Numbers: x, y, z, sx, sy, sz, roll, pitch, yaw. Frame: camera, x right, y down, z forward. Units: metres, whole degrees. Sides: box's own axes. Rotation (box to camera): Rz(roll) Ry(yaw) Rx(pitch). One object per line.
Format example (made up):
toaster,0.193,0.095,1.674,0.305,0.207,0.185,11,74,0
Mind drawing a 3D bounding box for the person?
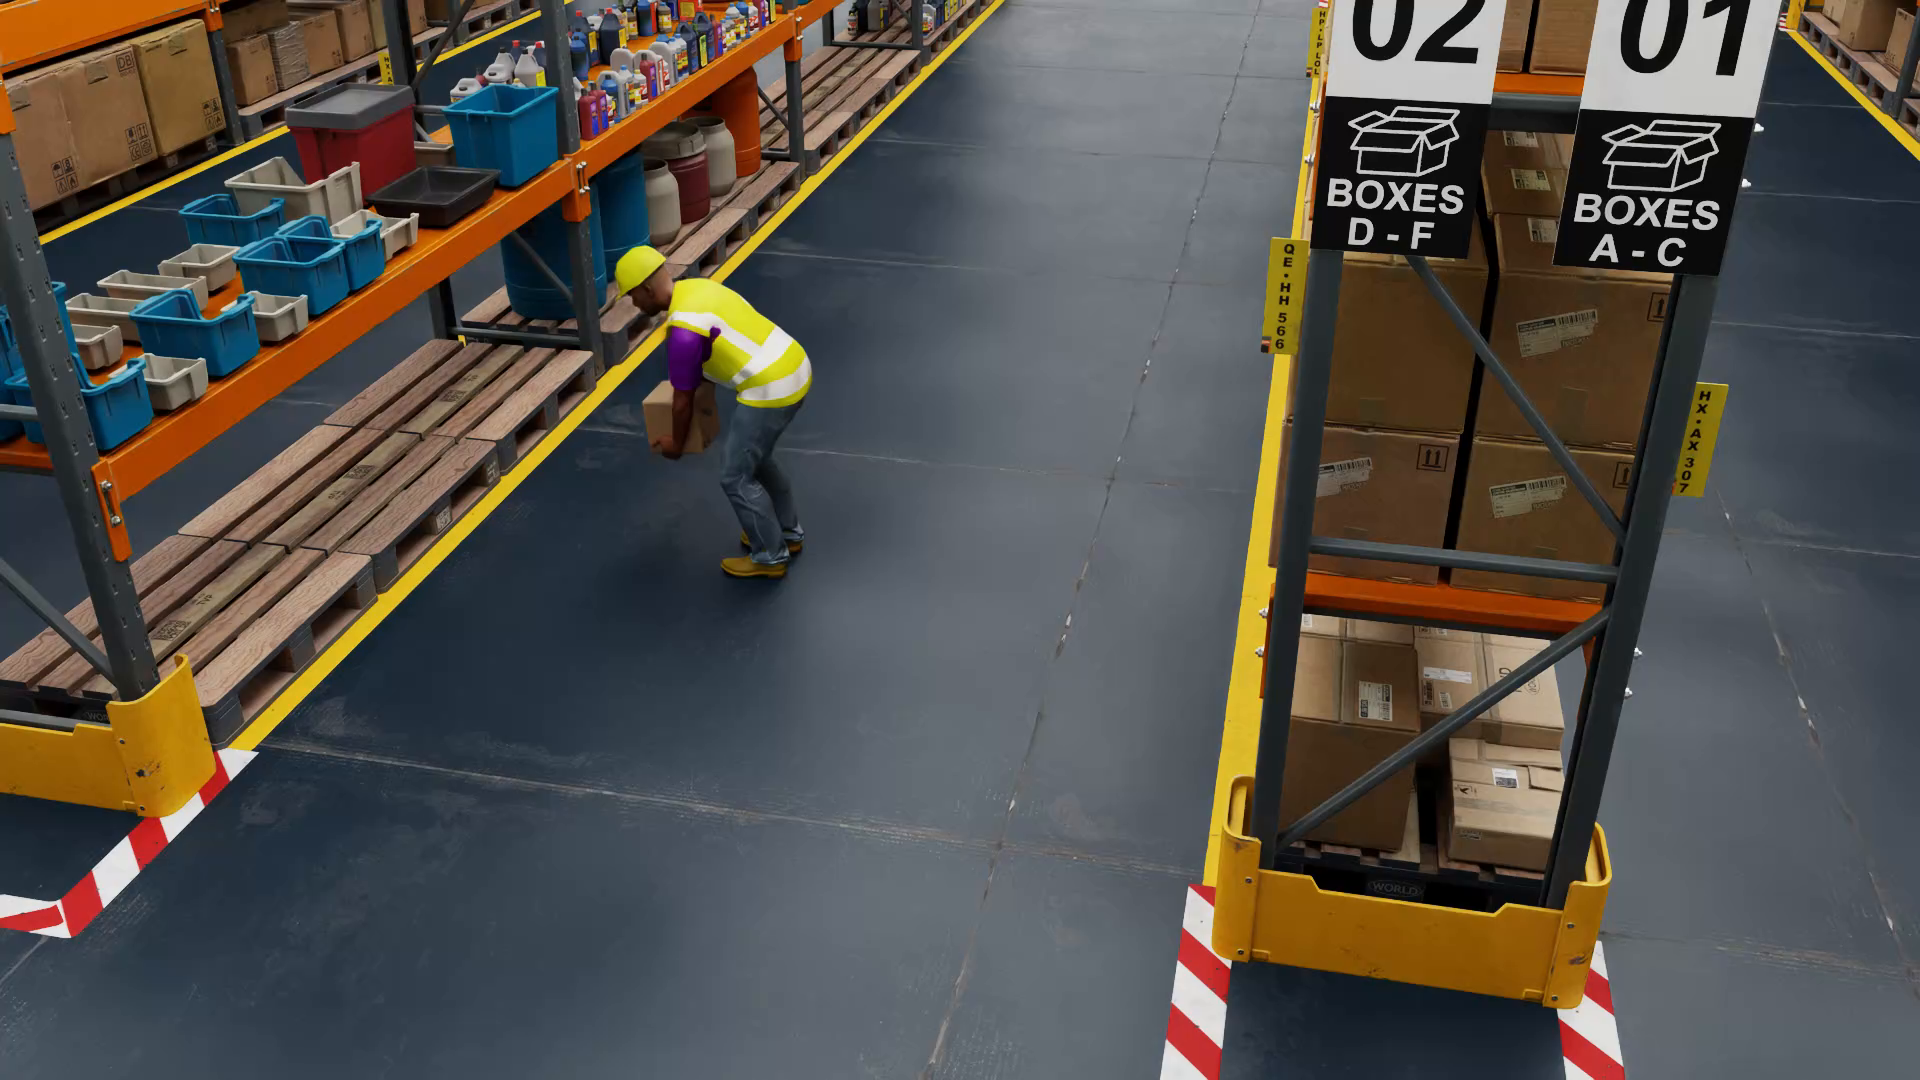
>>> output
person,-1.081,-0.575,7.431,0.832,1.497,0.488,5,29,9
